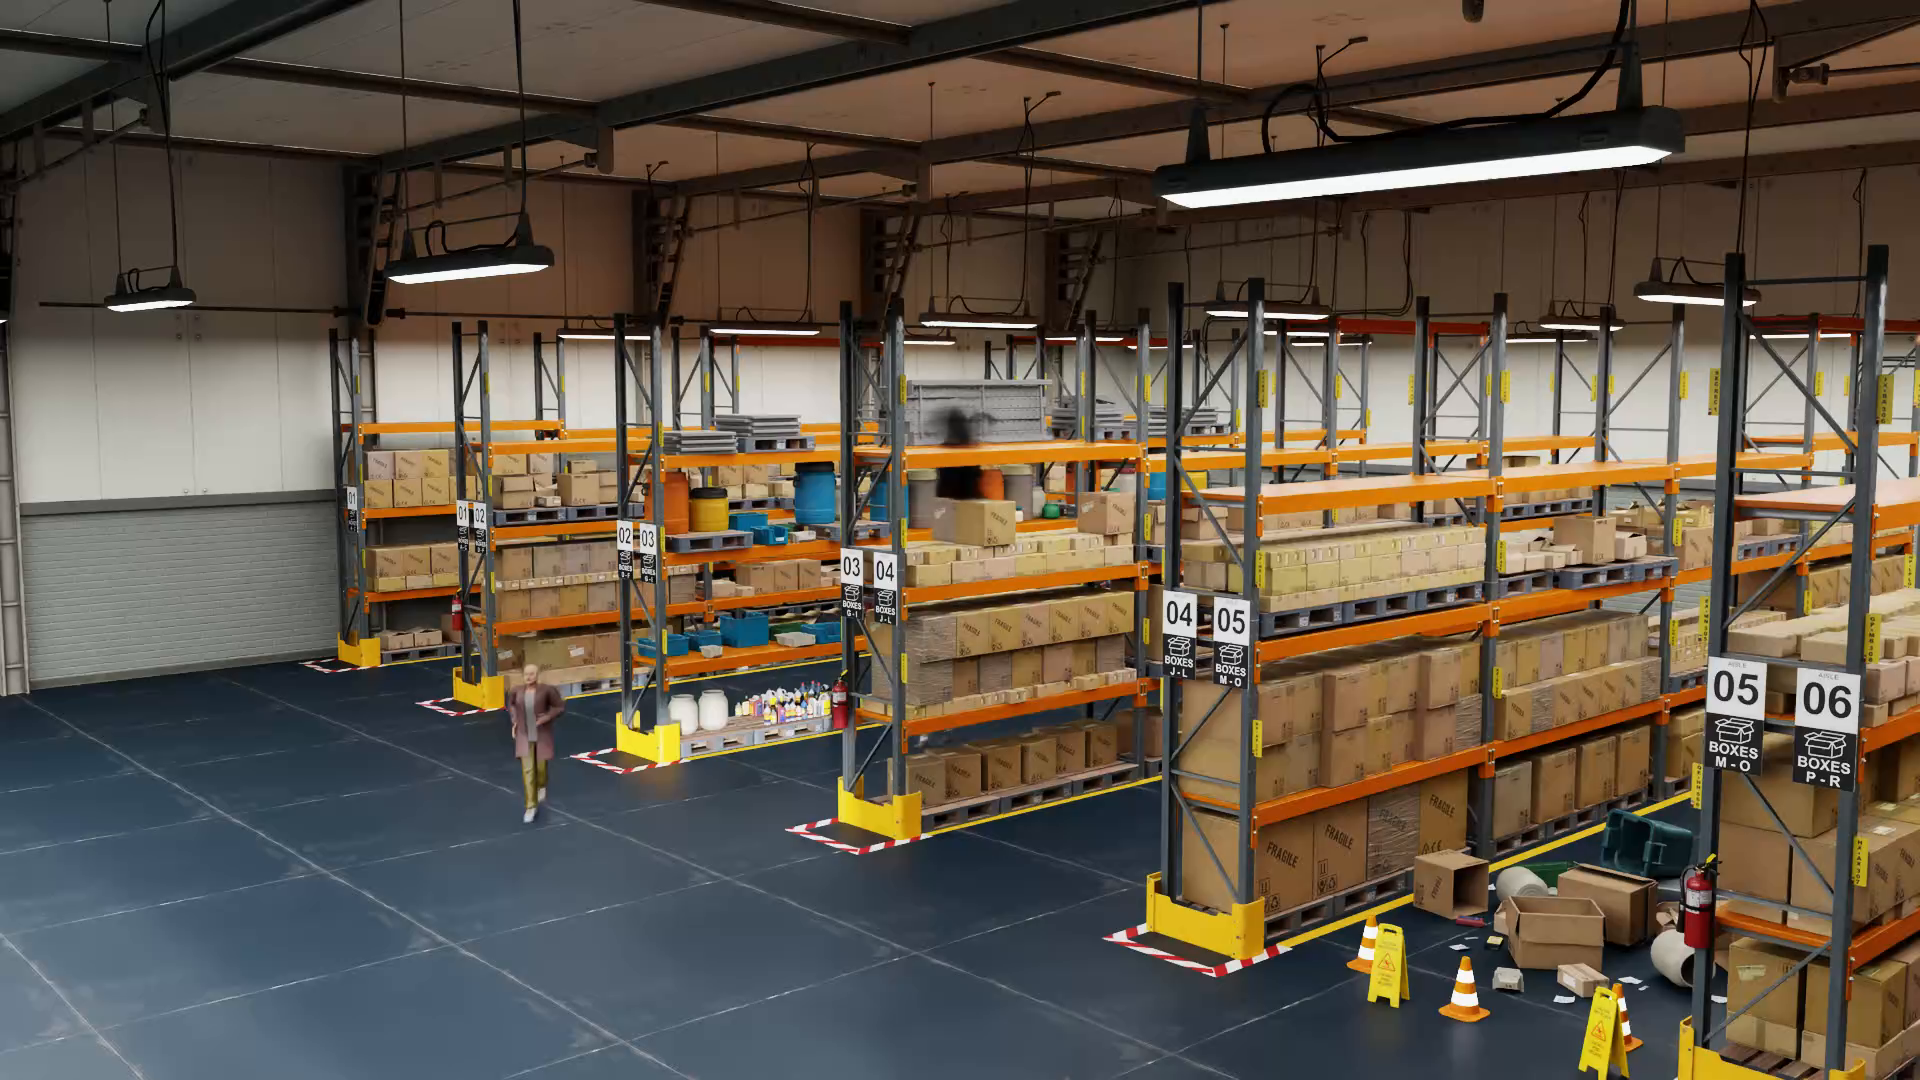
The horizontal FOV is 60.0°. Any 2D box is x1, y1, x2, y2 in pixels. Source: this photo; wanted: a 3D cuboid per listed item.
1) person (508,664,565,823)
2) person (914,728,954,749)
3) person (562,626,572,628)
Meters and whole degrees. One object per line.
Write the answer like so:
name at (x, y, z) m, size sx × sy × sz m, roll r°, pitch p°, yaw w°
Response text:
person at (-4.999, 2.346, 19.620) m, size 0.693 × 1.792 × 0.973 m, roll 0°, pitch 6°, yaw -5°
person at (-0.377, 1.847, 21.837) m, size 0.663 × 1.758 × 0.710 m, roll 4°, pitch 7°, yaw 37°
person at (-6.907, 1.422, 29.426) m, size 0.564 × 1.745 × 0.720 m, roll 5°, pitch 7°, yaw 40°
